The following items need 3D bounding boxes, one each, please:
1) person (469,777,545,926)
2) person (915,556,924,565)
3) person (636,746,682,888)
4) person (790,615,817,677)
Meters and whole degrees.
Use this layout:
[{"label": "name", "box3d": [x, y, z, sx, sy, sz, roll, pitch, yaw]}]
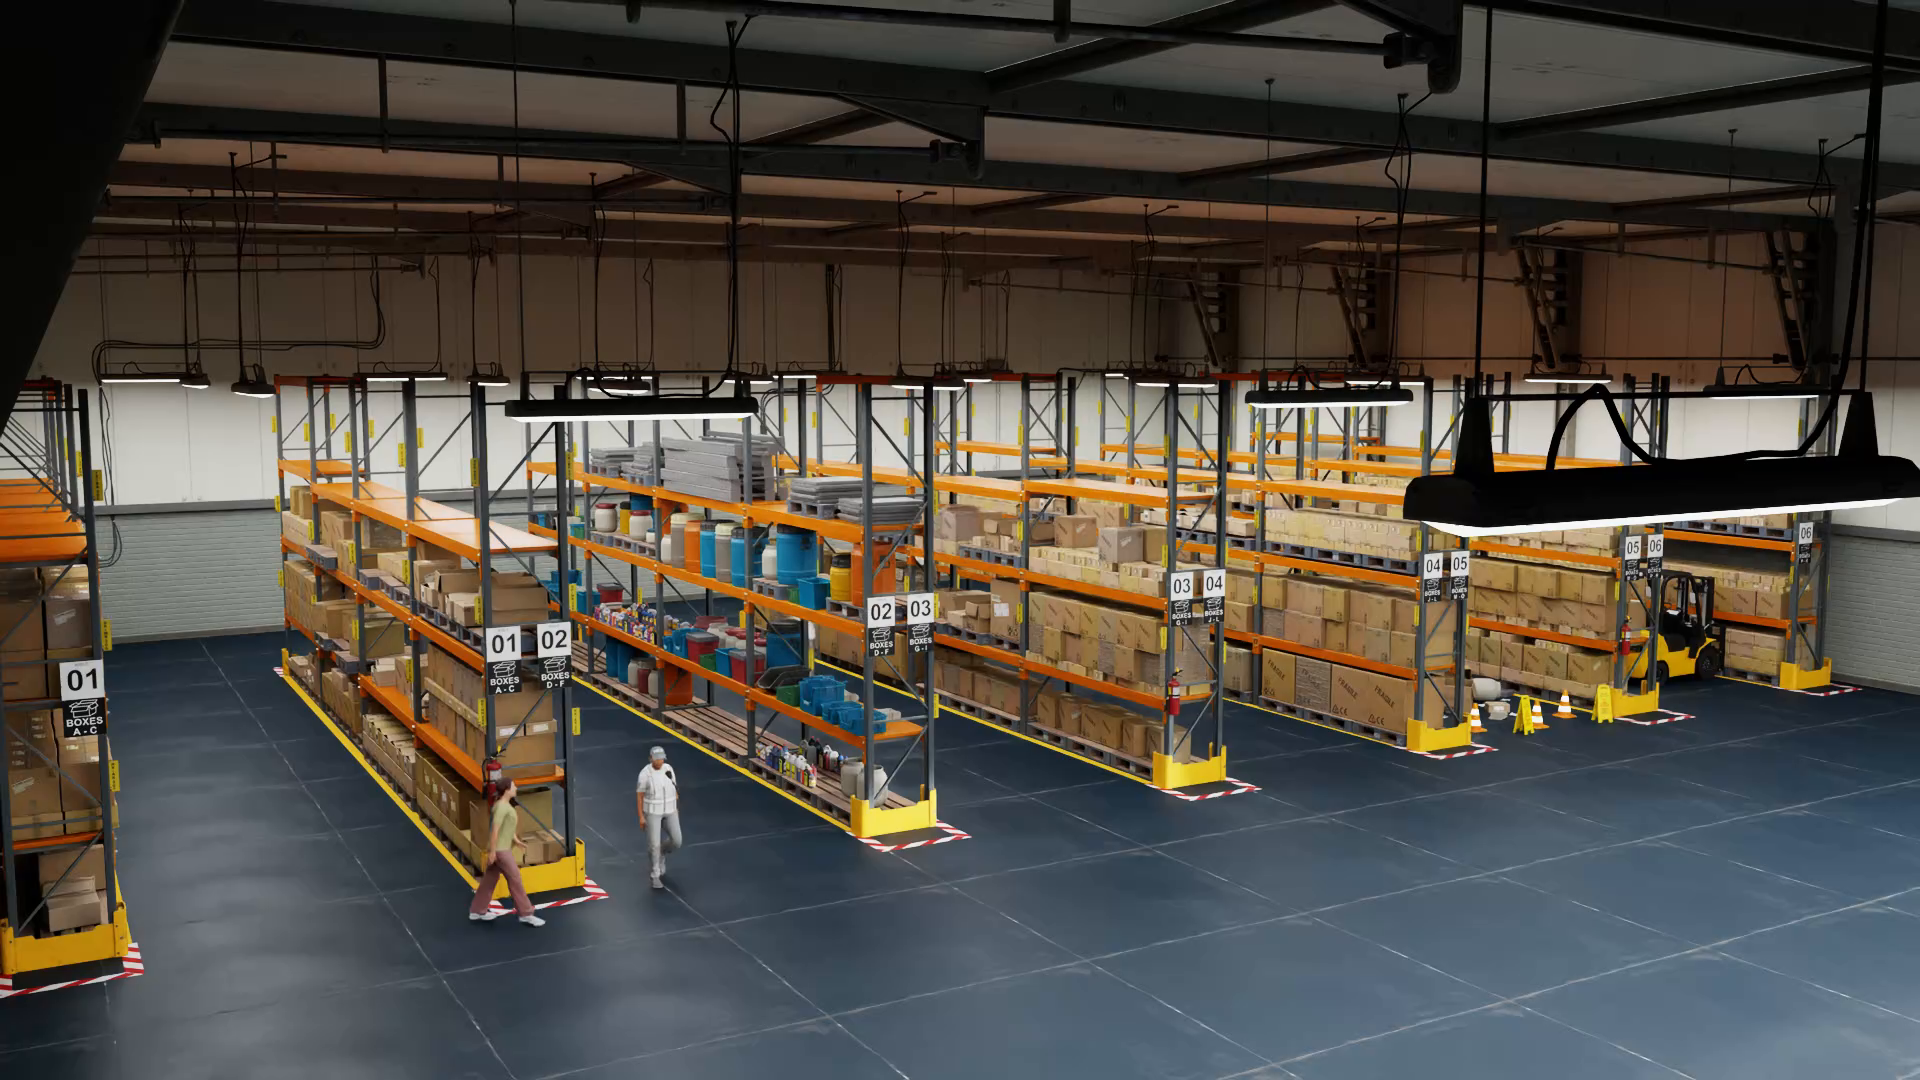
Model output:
[{"label": "person", "box3d": [-5.095, 3.478, 18.650, 0.859, 1.652, 0.479, -1, 6, -7]}, {"label": "person", "box3d": [-1.001, 0.812, 42.420, 0.573, 1.748, 0.793, 2, 7, 22]}, {"label": "person", "box3d": [-3.646, 3.307, 20.108, 0.543, 1.663, 0.611, -4, 7, -33]}, {"label": "person", "box3d": [-3.049, 1.929, 32.246, 0.608, 1.771, 0.702, 0, 6, -1]}]
